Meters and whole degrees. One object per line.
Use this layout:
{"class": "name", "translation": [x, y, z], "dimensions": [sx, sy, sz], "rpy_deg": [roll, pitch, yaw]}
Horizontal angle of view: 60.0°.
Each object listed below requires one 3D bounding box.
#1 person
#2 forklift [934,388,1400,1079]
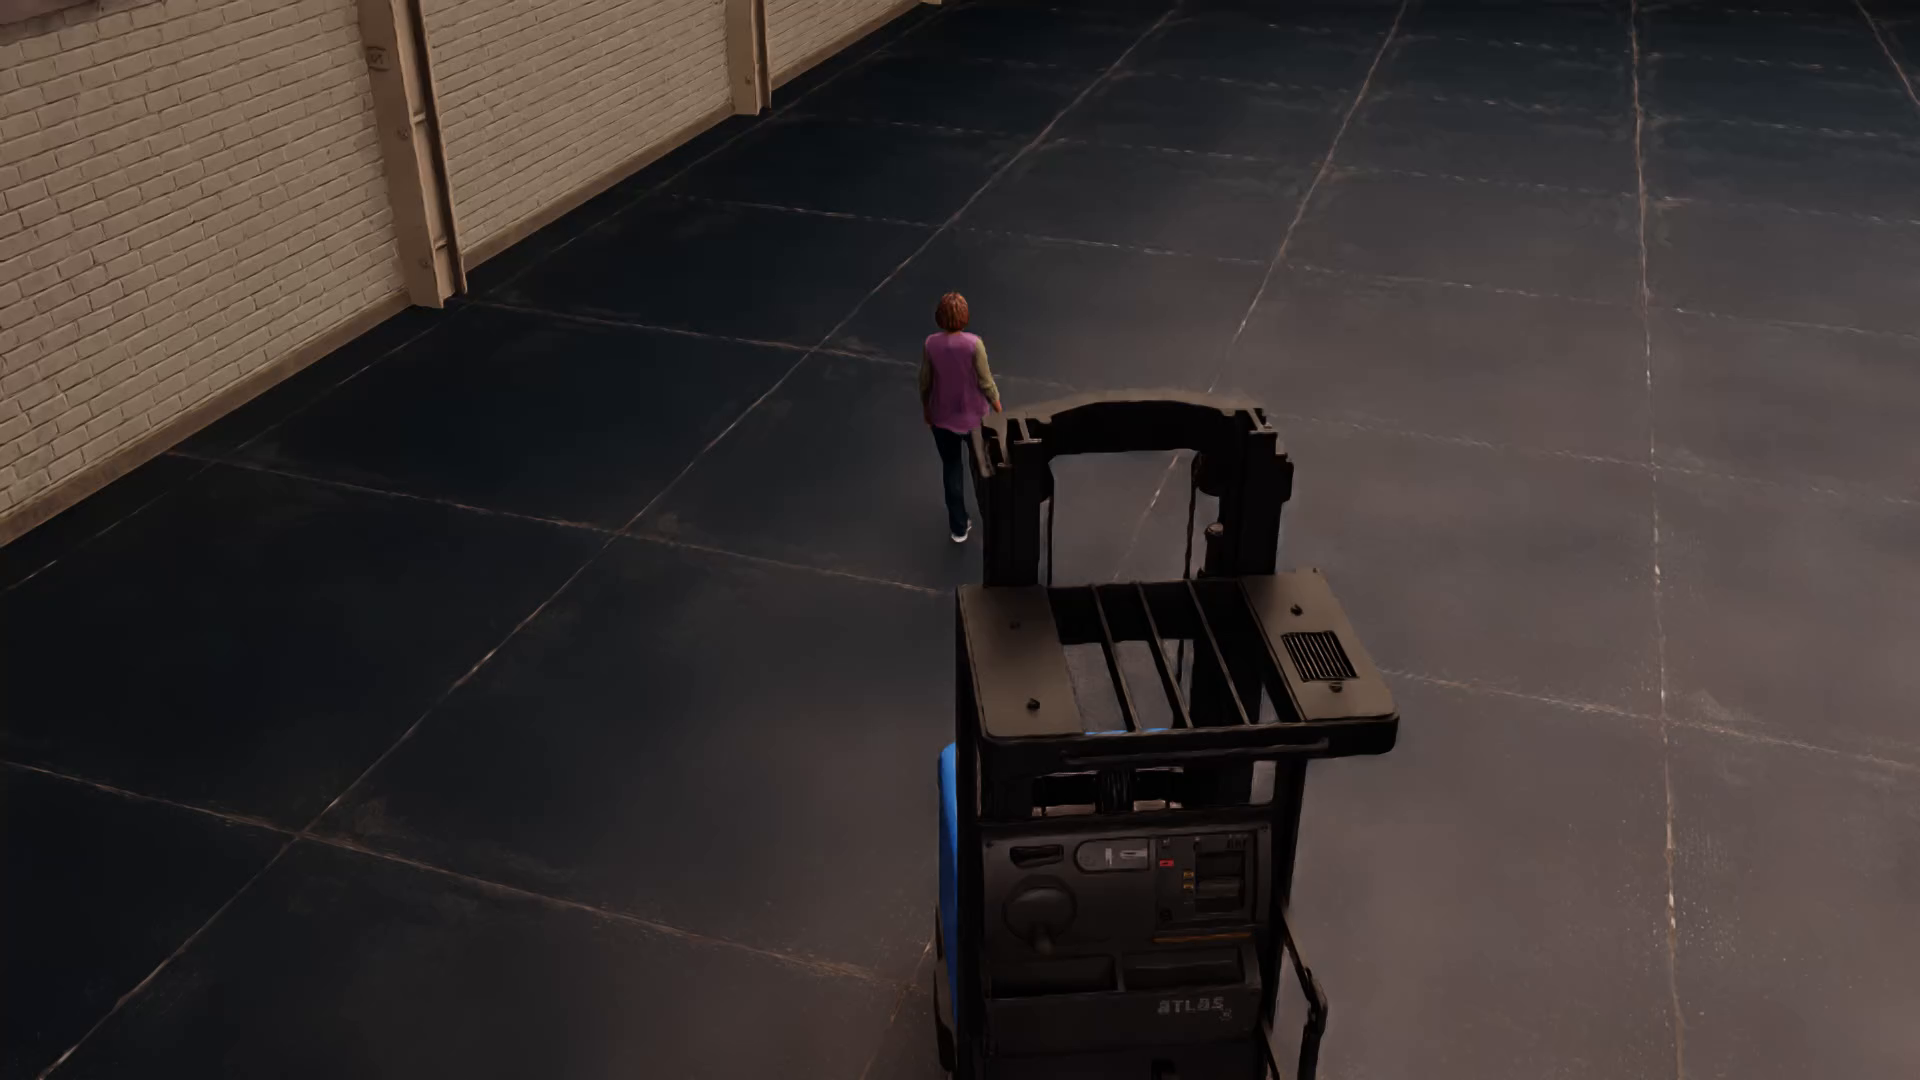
{"class": "person", "translation": [0.037, -0.732, 9.754], "dimensions": [0.520, 1.597, 0.474], "rpy_deg": [10, 31, 16]}
{"class": "forklift", "translation": [0.557, 1.149, 5.121], "dimensions": [1.130, 2.935, 3.031], "rpy_deg": [-3, 30, -5]}
